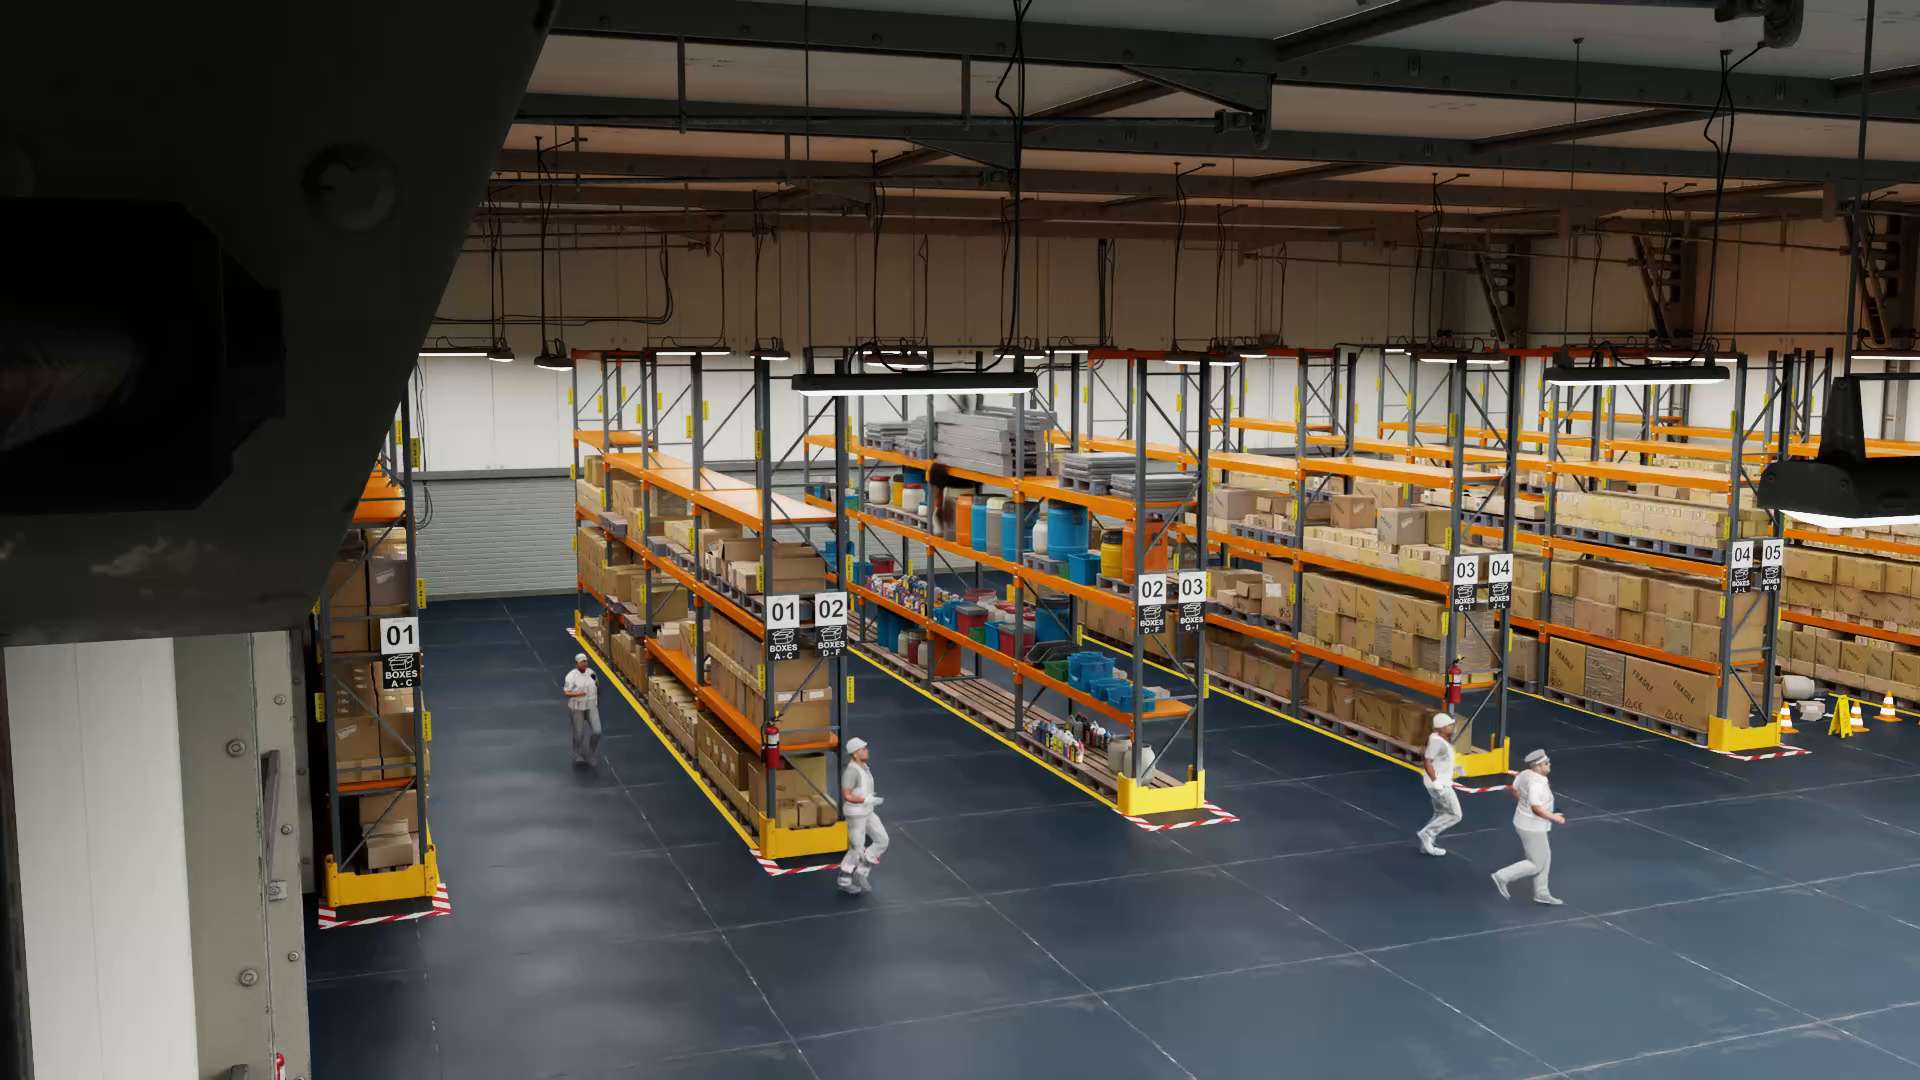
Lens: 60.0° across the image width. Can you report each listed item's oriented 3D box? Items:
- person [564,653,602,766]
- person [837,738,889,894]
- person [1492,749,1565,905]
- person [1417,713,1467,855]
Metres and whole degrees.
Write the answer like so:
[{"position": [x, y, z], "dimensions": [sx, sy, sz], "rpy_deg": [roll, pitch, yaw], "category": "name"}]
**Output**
[{"position": [-5.500, 2.503, 24.365], "dimensions": [0.586, 1.684, 0.661], "rpy_deg": [-4, 8, -31], "category": "person"}, {"position": [-1.093, 3.116, 18.807], "dimensions": [0.586, 1.774, 0.666], "rpy_deg": [2, 7, 18], "category": "person"}, {"position": [6.304, 3.185, 18.457], "dimensions": [0.844, 1.786, 0.670], "rpy_deg": [0, 7, 3], "category": "person"}, {"position": [5.860, 2.961, 20.178], "dimensions": [0.581, 1.744, 0.690], "rpy_deg": [1, 7, 10], "category": "person"}]
